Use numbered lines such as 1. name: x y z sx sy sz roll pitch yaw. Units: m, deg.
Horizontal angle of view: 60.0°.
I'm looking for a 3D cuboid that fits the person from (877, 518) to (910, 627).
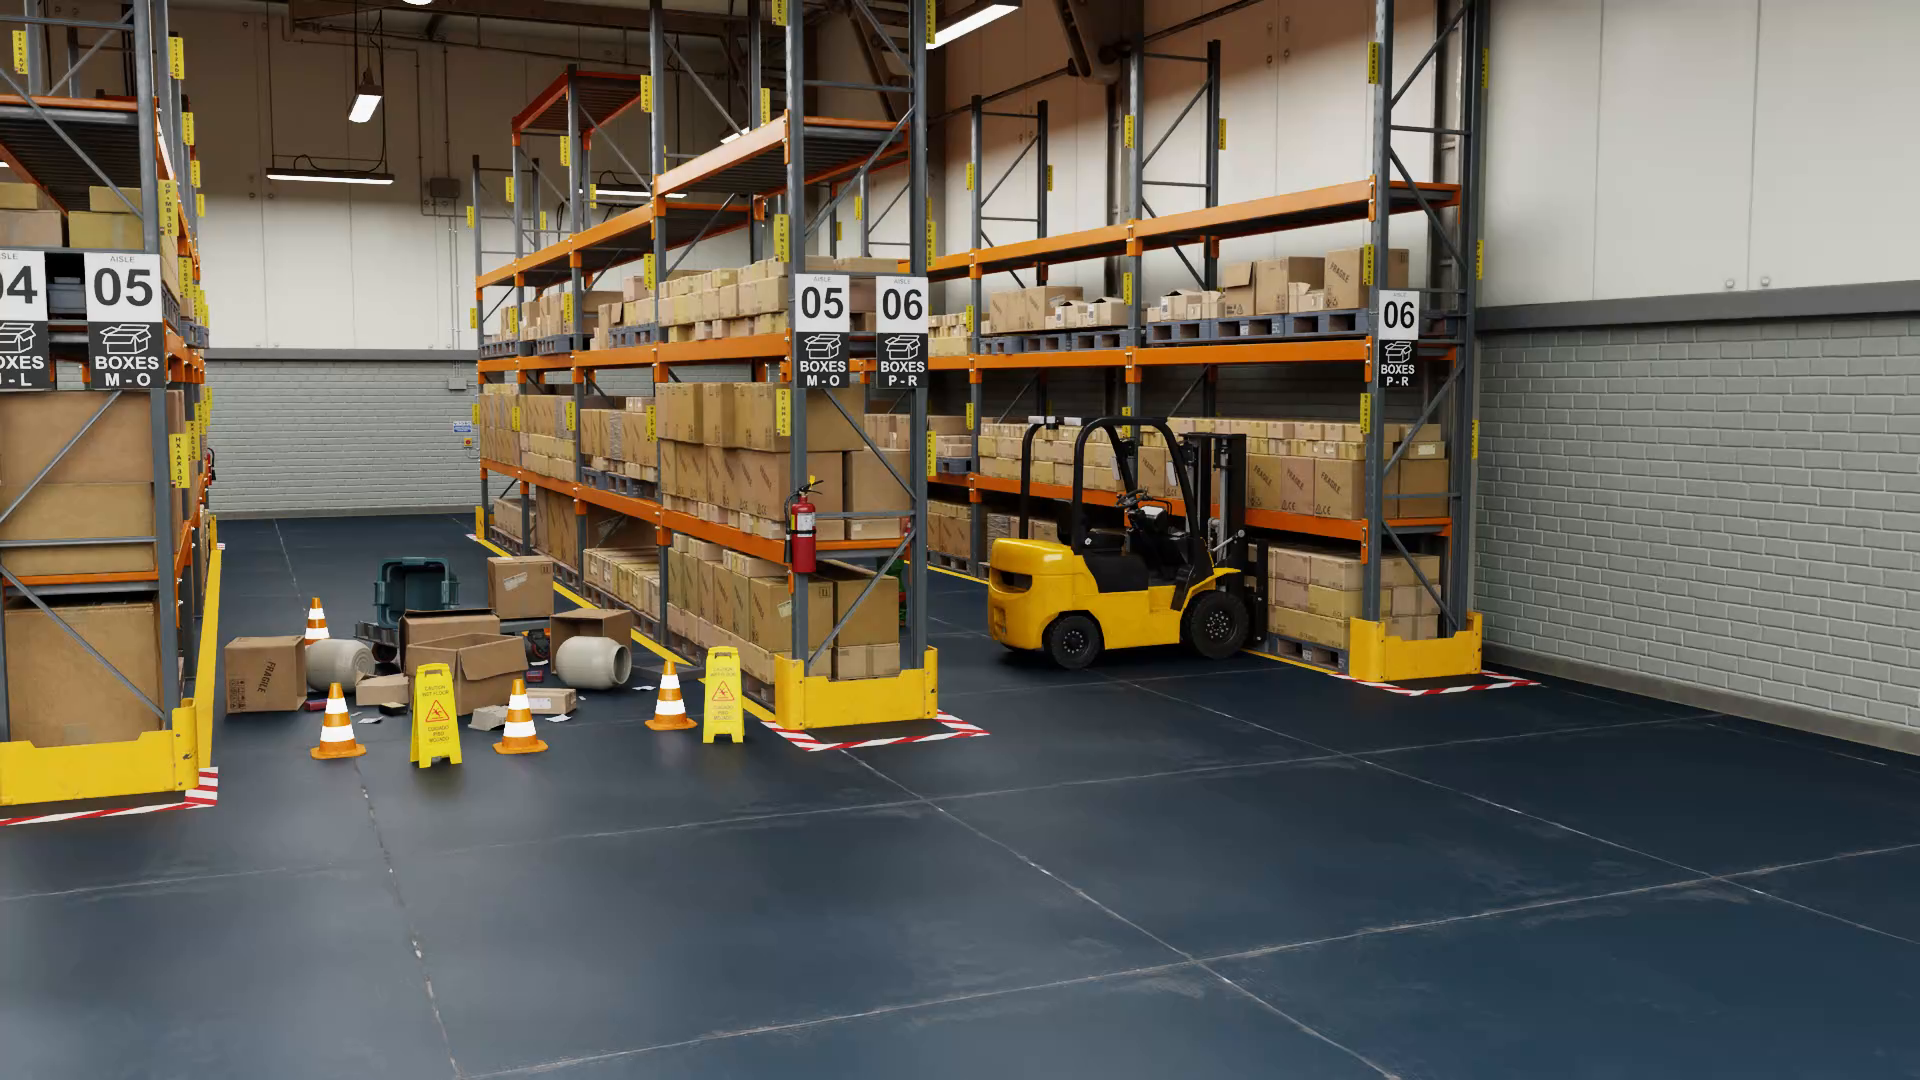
1. person: -0.719 -0.017 16.803 0.456 1.778 0.617 -2 6 -25
